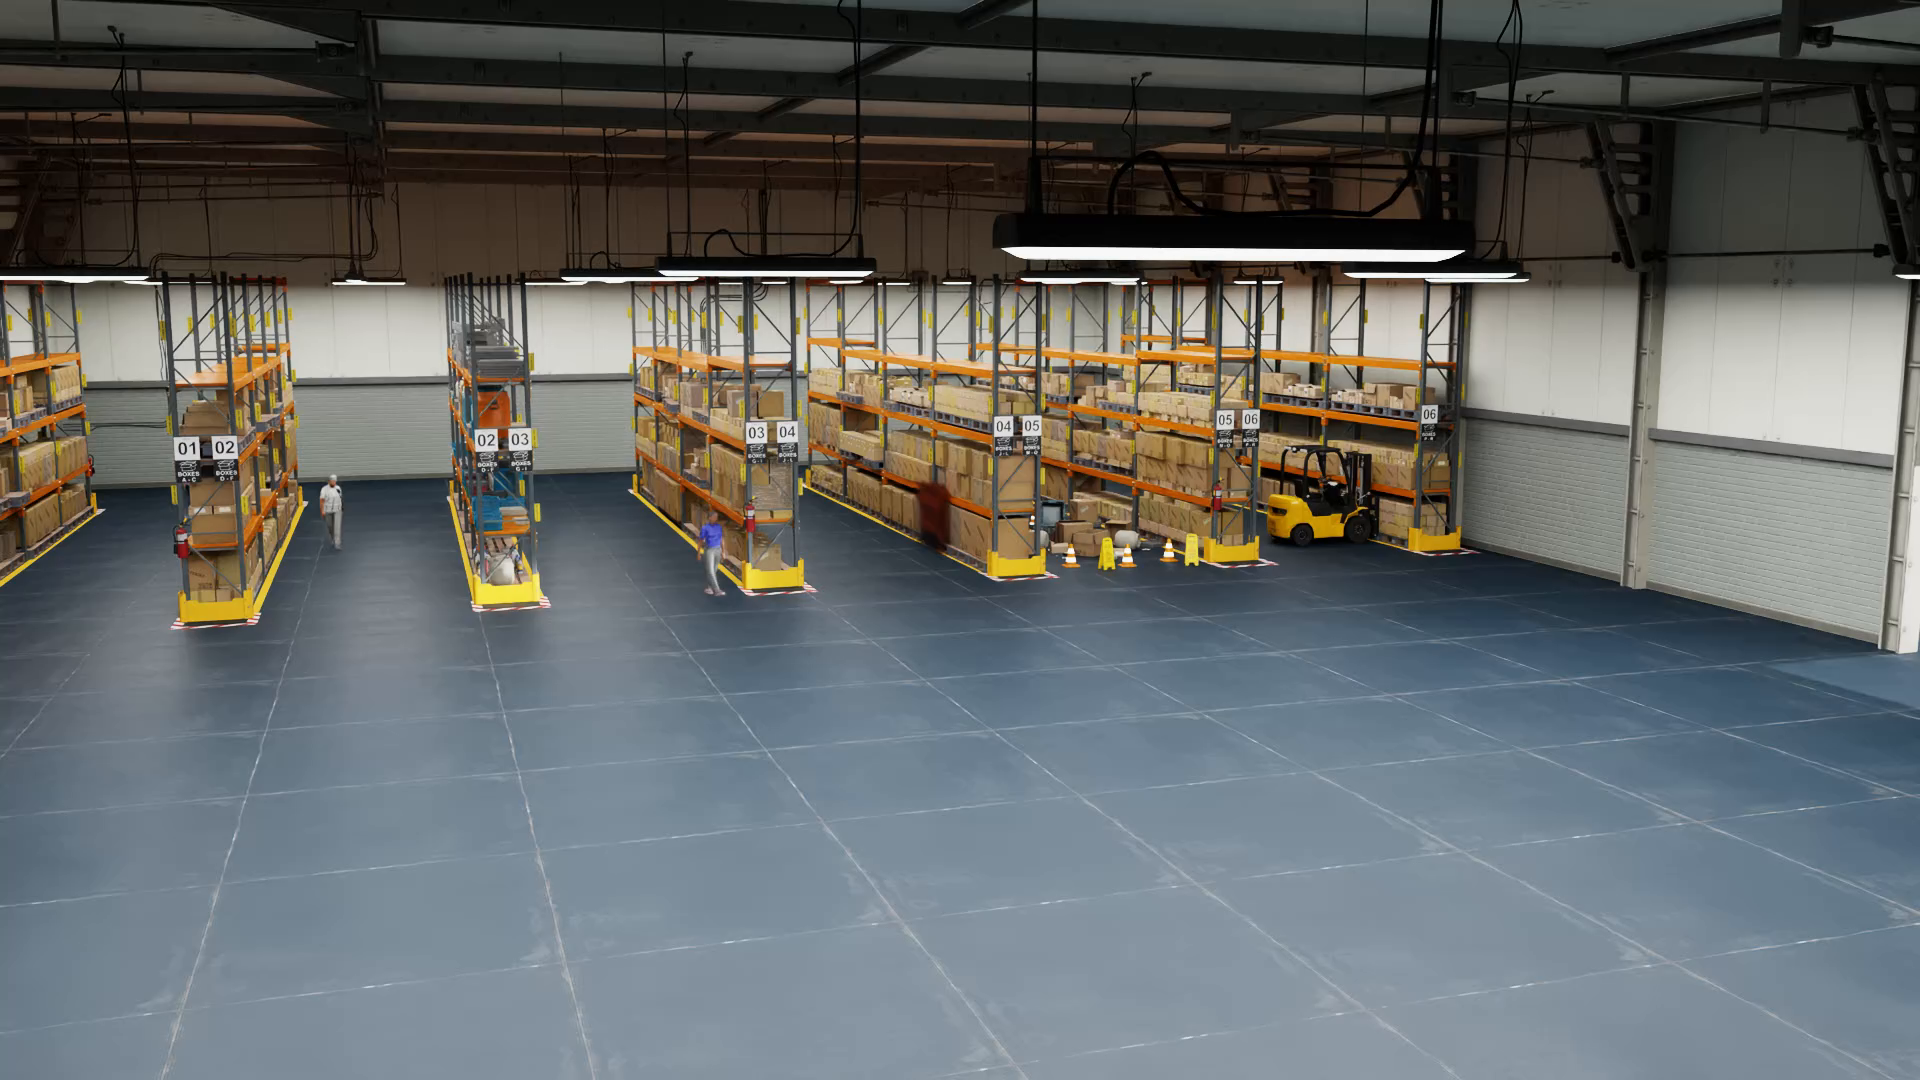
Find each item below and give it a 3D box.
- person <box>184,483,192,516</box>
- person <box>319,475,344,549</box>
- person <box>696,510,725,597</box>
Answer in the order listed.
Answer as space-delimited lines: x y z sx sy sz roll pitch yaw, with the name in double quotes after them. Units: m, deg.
-19.410 -1.385 41.966 0.455 1.598 0.437 2 9 16 "person"
-13.923 -0.641 36.872 0.492 1.611 1.007 -2 9 -13 "person"
-4.558 0.253 30.958 0.972 1.601 0.494 8 12 44 "person"
